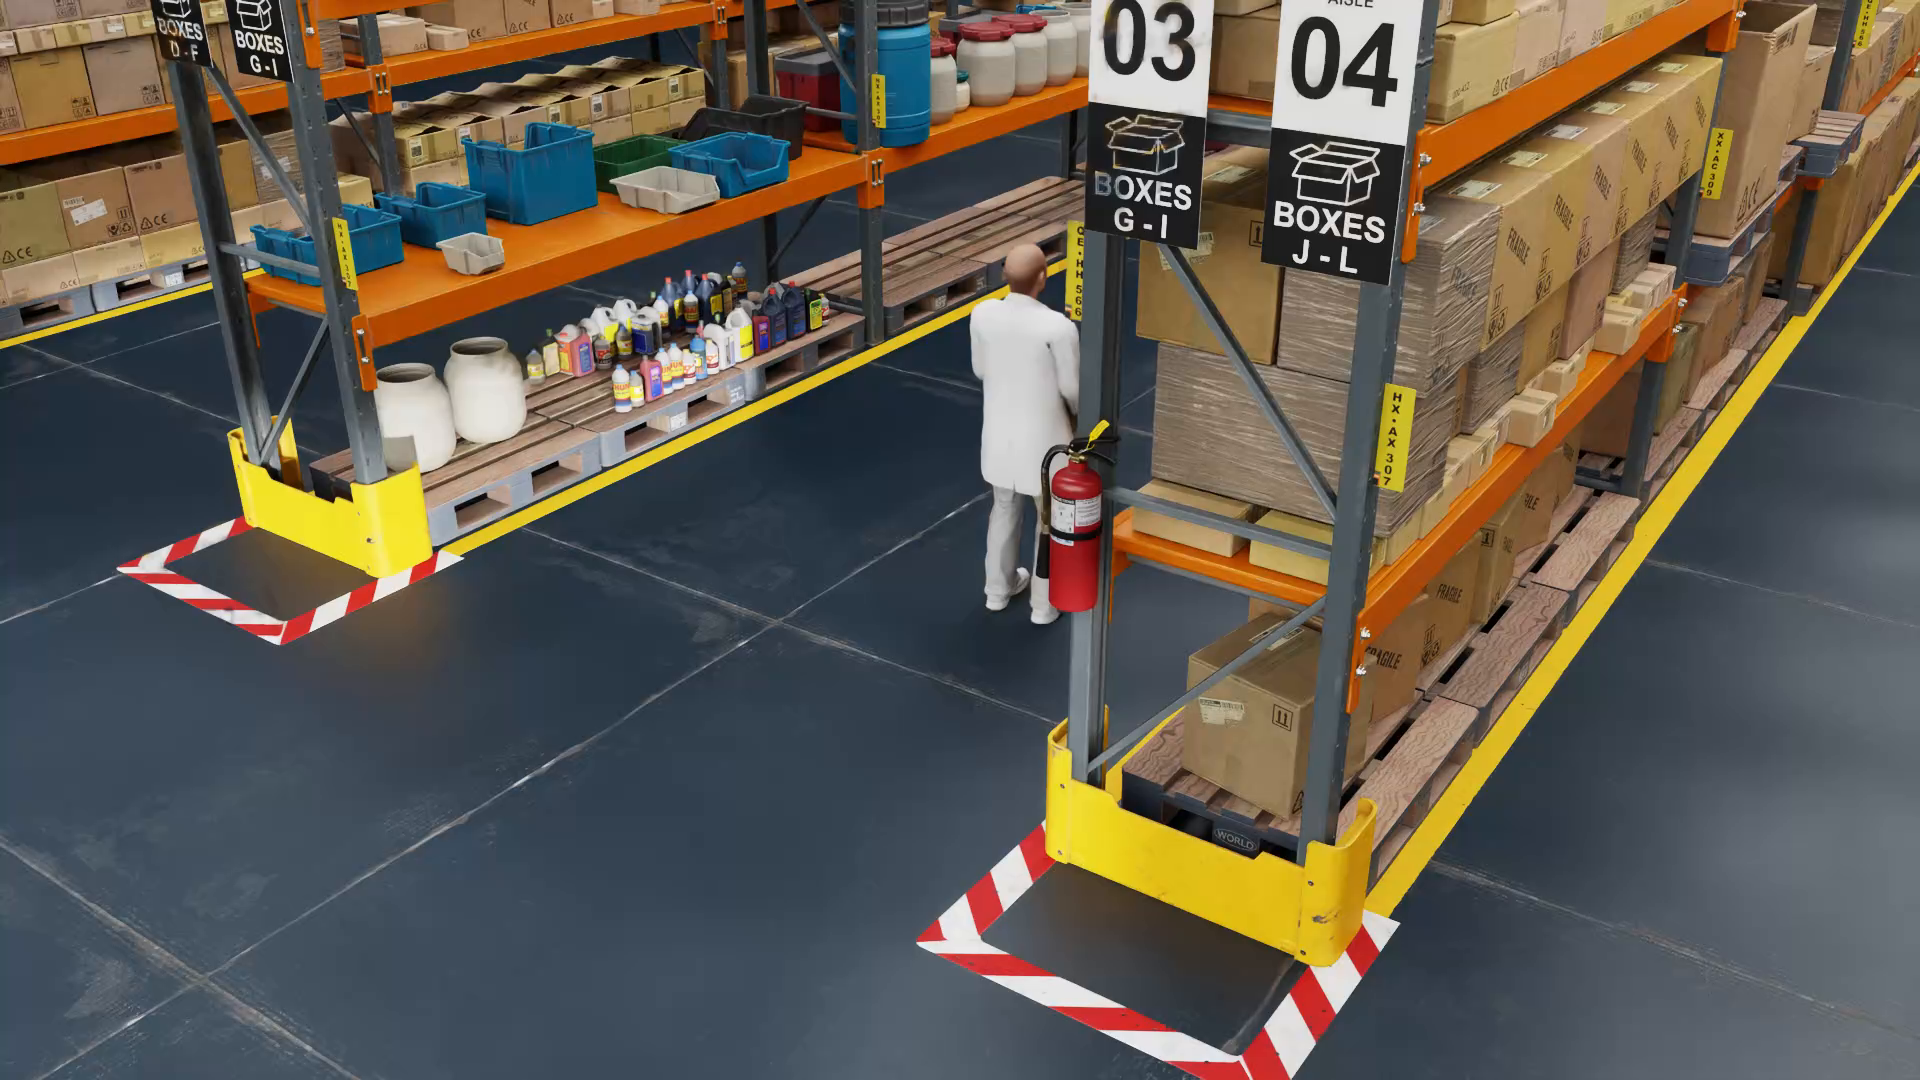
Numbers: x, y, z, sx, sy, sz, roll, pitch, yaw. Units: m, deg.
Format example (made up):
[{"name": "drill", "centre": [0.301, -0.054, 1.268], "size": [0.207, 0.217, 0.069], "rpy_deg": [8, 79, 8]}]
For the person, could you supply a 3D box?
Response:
[{"name": "person", "centre": [0.351, -0.512, 7.646], "size": [0.566, 1.782, 0.499], "rpy_deg": [17, 31, 30]}]
